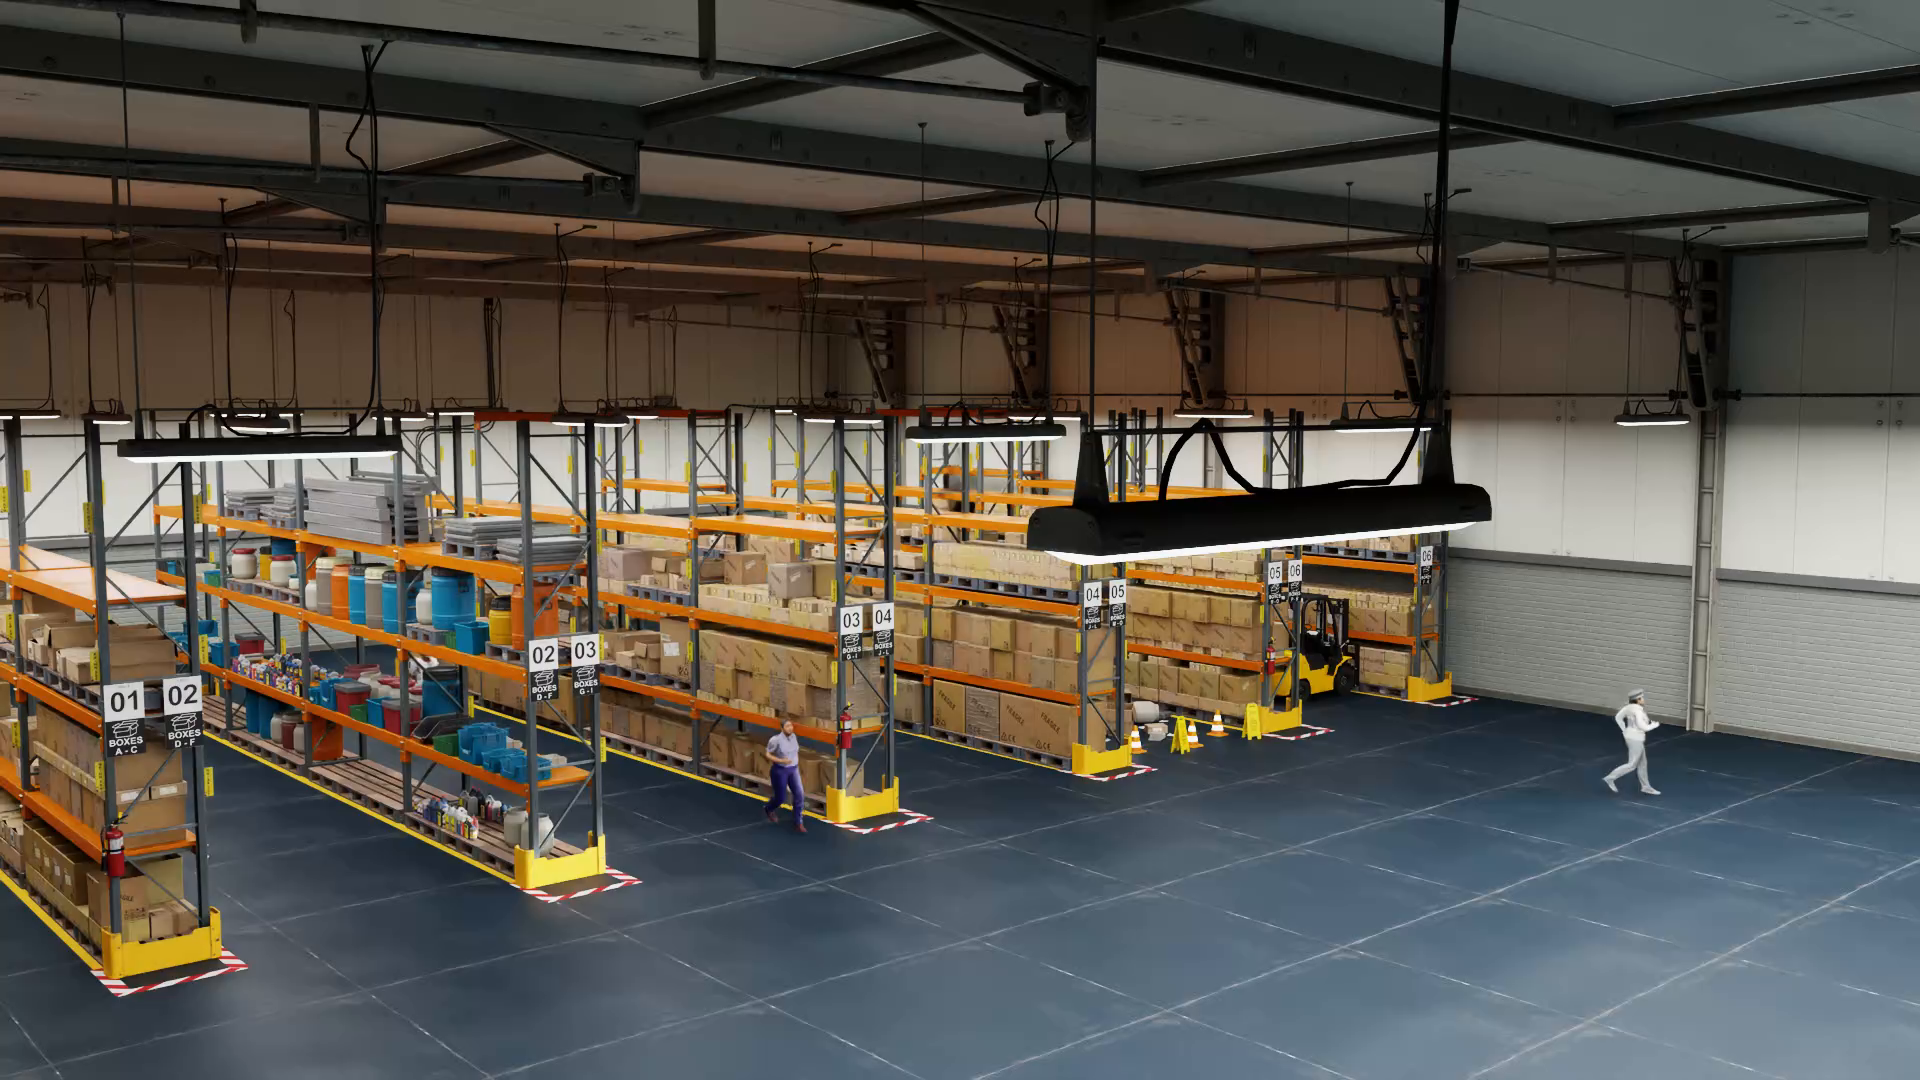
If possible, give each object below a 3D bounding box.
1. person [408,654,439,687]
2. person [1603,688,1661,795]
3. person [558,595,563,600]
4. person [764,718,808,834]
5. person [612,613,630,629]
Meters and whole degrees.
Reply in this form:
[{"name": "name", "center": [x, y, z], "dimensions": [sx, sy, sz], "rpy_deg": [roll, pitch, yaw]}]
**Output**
[{"name": "person", "center": [-9.865, 2.766, 30.739], "dimensions": [0.730, 1.739, 0.689], "rpy_deg": [4, 6, 38]}, {"name": "person", "center": [10.591, 3.167, 26.164], "dimensions": [0.899, 1.687, 0.631], "rpy_deg": [0, 5, 5]}, {"name": "person", "center": [-9.515, 2.228, 39.262], "dimensions": [0.574, 1.388, 0.657], "rpy_deg": [1, 5, 6]}, {"name": "person", "center": [-2.567, 3.403, 24.170], "dimensions": [0.613, 1.662, 0.884], "rpy_deg": [-4, 6, -39]}, {"name": "person", "center": [-8.360, 1.854, 41.303], "dimensions": [0.788, 1.695, 0.666], "rpy_deg": [-4, 7, -41]}]
